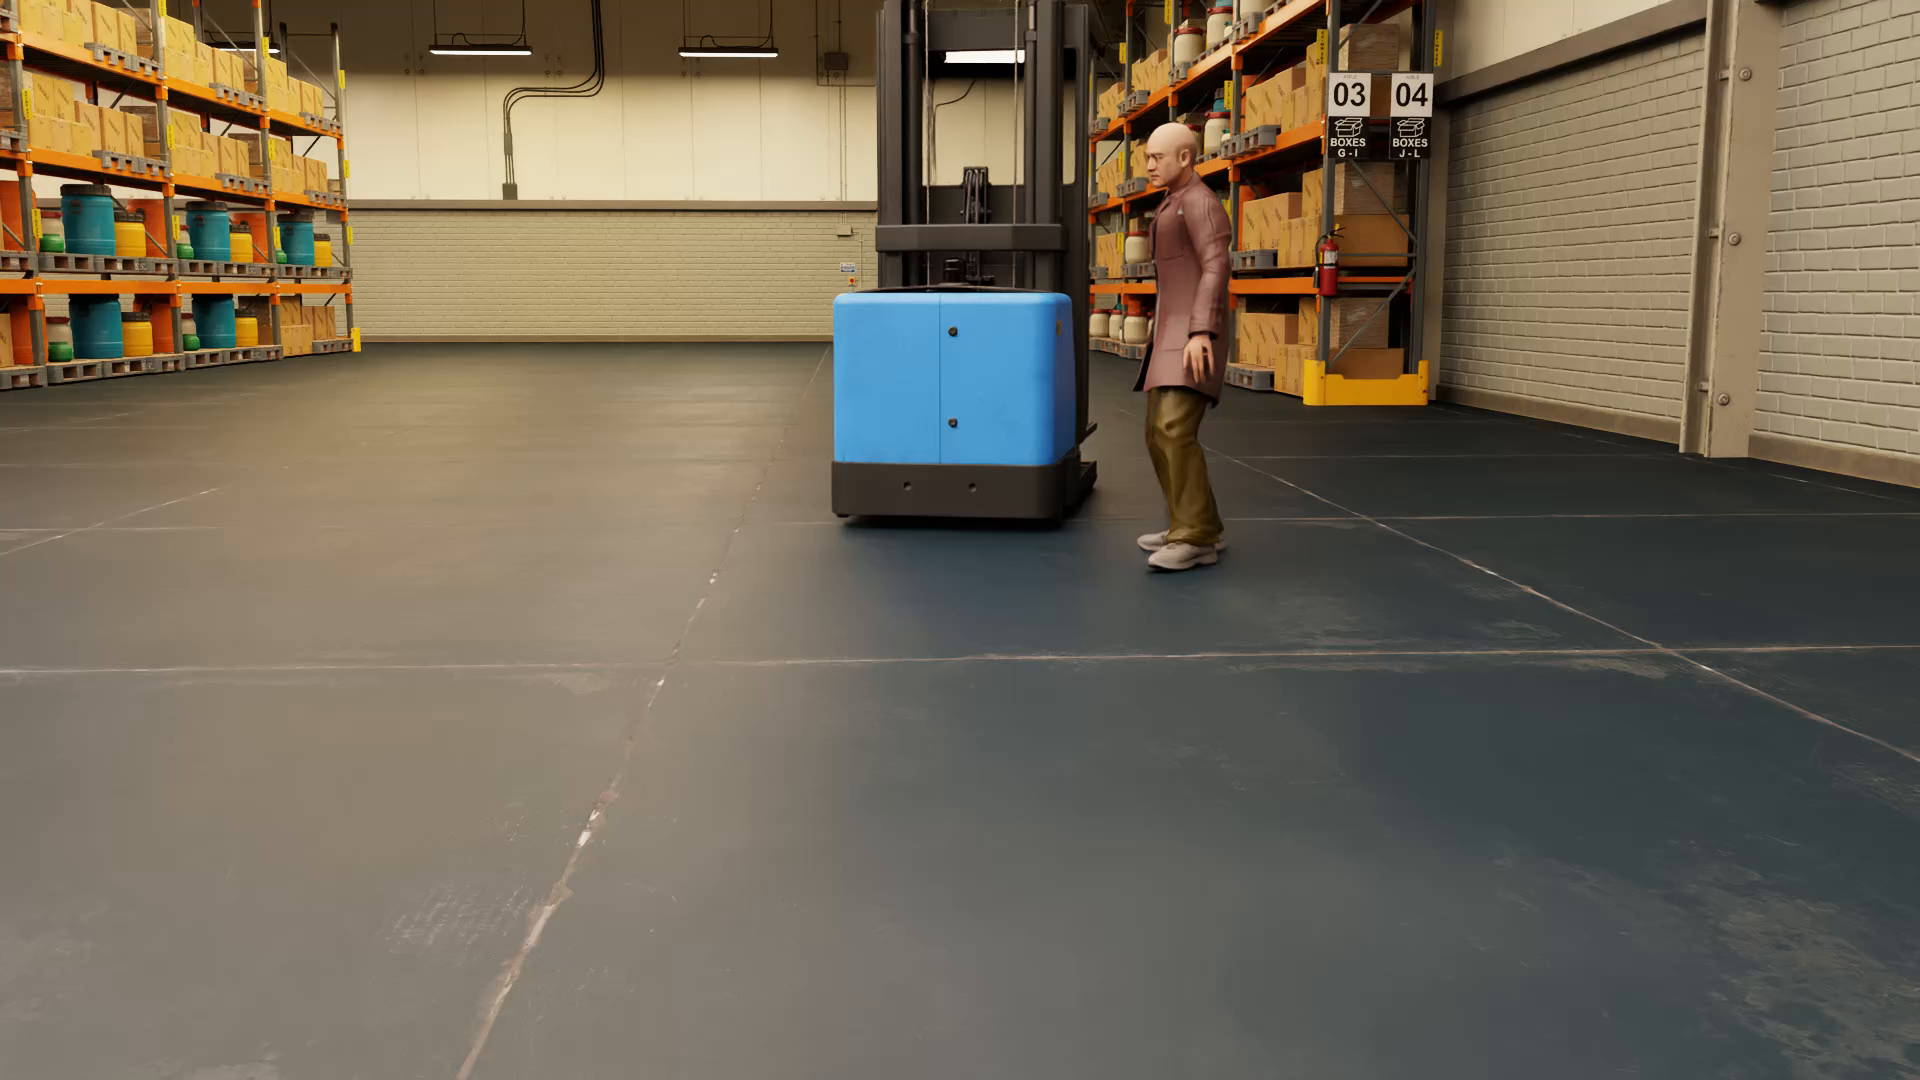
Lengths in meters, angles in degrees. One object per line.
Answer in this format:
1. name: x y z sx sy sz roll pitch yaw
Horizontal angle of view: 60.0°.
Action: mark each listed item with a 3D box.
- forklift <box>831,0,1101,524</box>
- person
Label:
1. forklift: 0.156 -1.704 8.805 1.130 2.935 3.031 1 9 9
2. person: 0.918 -0.798 6.753 0.423 1.750 0.890 0 8 -3
